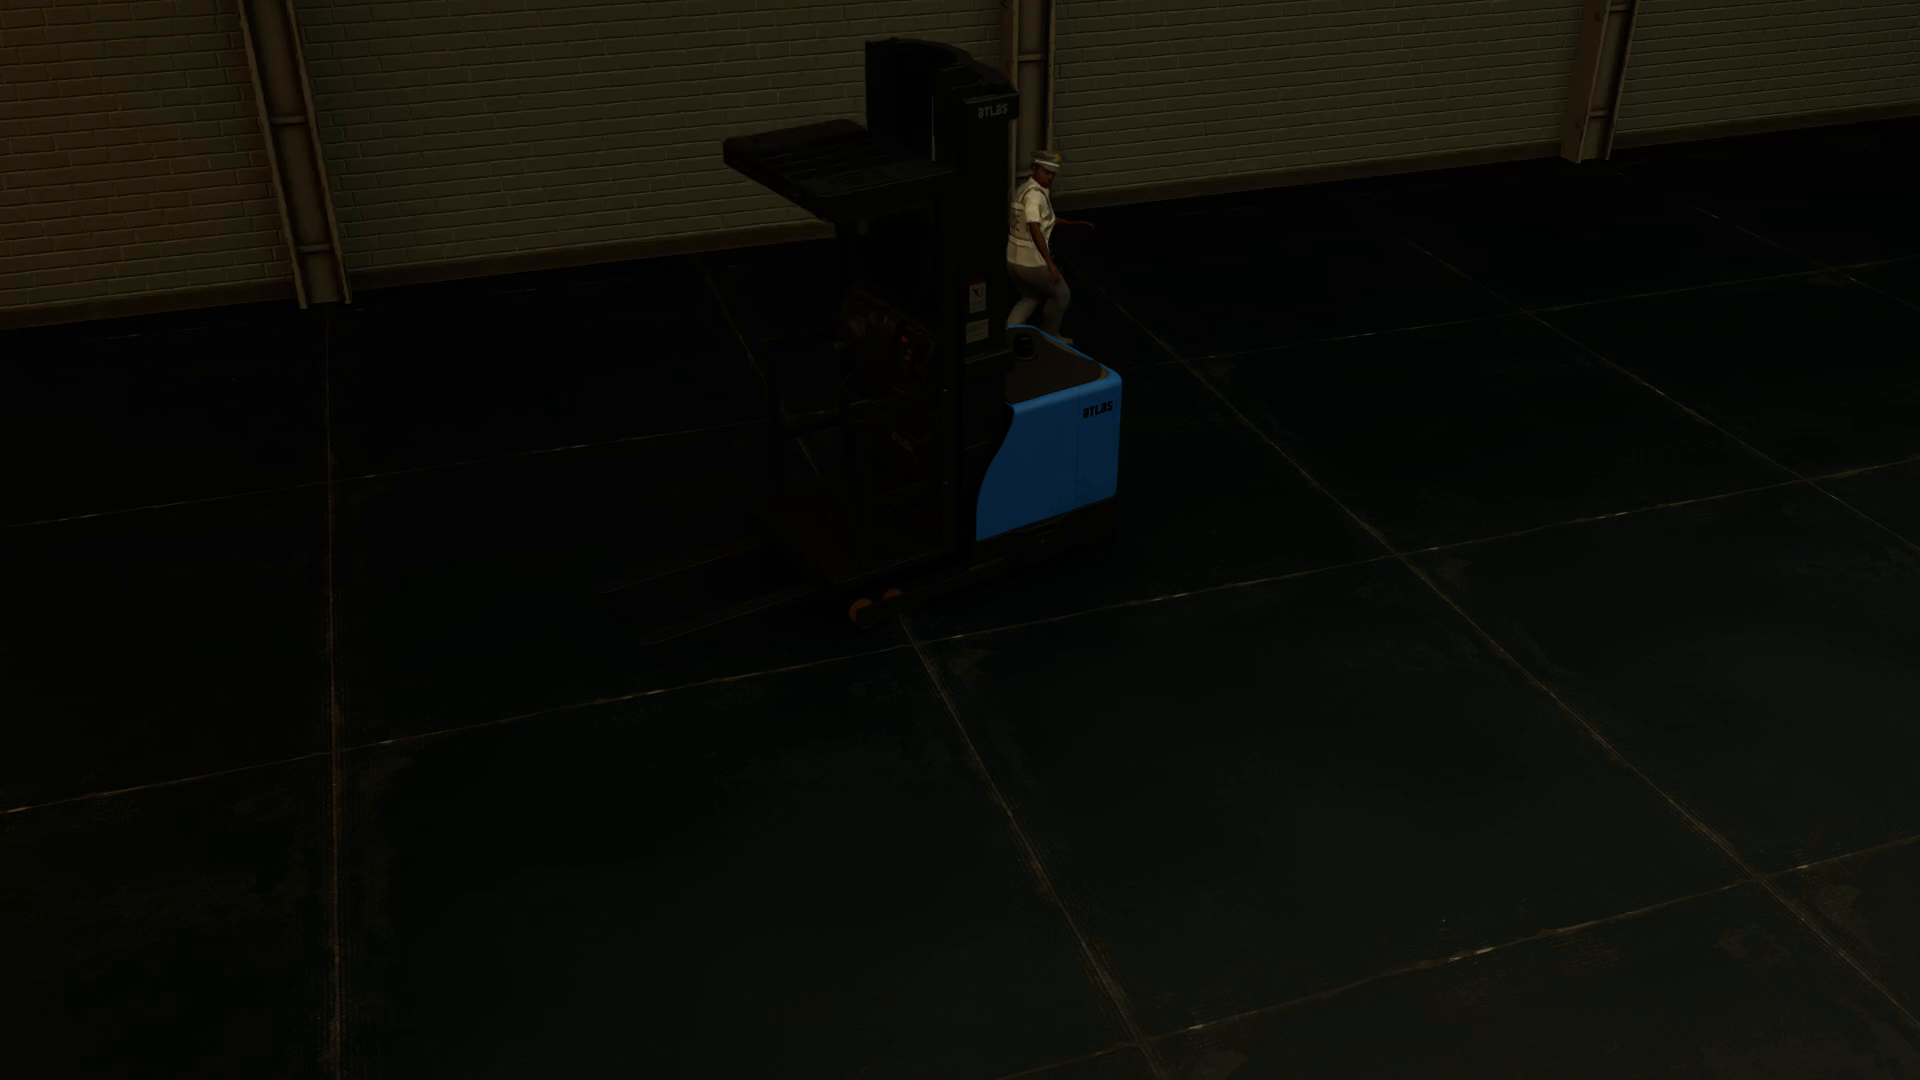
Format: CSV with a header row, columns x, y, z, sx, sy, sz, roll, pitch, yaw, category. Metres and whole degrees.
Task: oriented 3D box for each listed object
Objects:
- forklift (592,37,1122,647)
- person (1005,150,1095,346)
x,y,z,sx,sy,sz,roll,pitch,yaw,category
-0.567,-1.080,8.965,3.031,2.935,1.130,-18,35,-28,forklift
0.660,-2.037,12.037,0.817,1.555,0.785,-12,32,-20,person
